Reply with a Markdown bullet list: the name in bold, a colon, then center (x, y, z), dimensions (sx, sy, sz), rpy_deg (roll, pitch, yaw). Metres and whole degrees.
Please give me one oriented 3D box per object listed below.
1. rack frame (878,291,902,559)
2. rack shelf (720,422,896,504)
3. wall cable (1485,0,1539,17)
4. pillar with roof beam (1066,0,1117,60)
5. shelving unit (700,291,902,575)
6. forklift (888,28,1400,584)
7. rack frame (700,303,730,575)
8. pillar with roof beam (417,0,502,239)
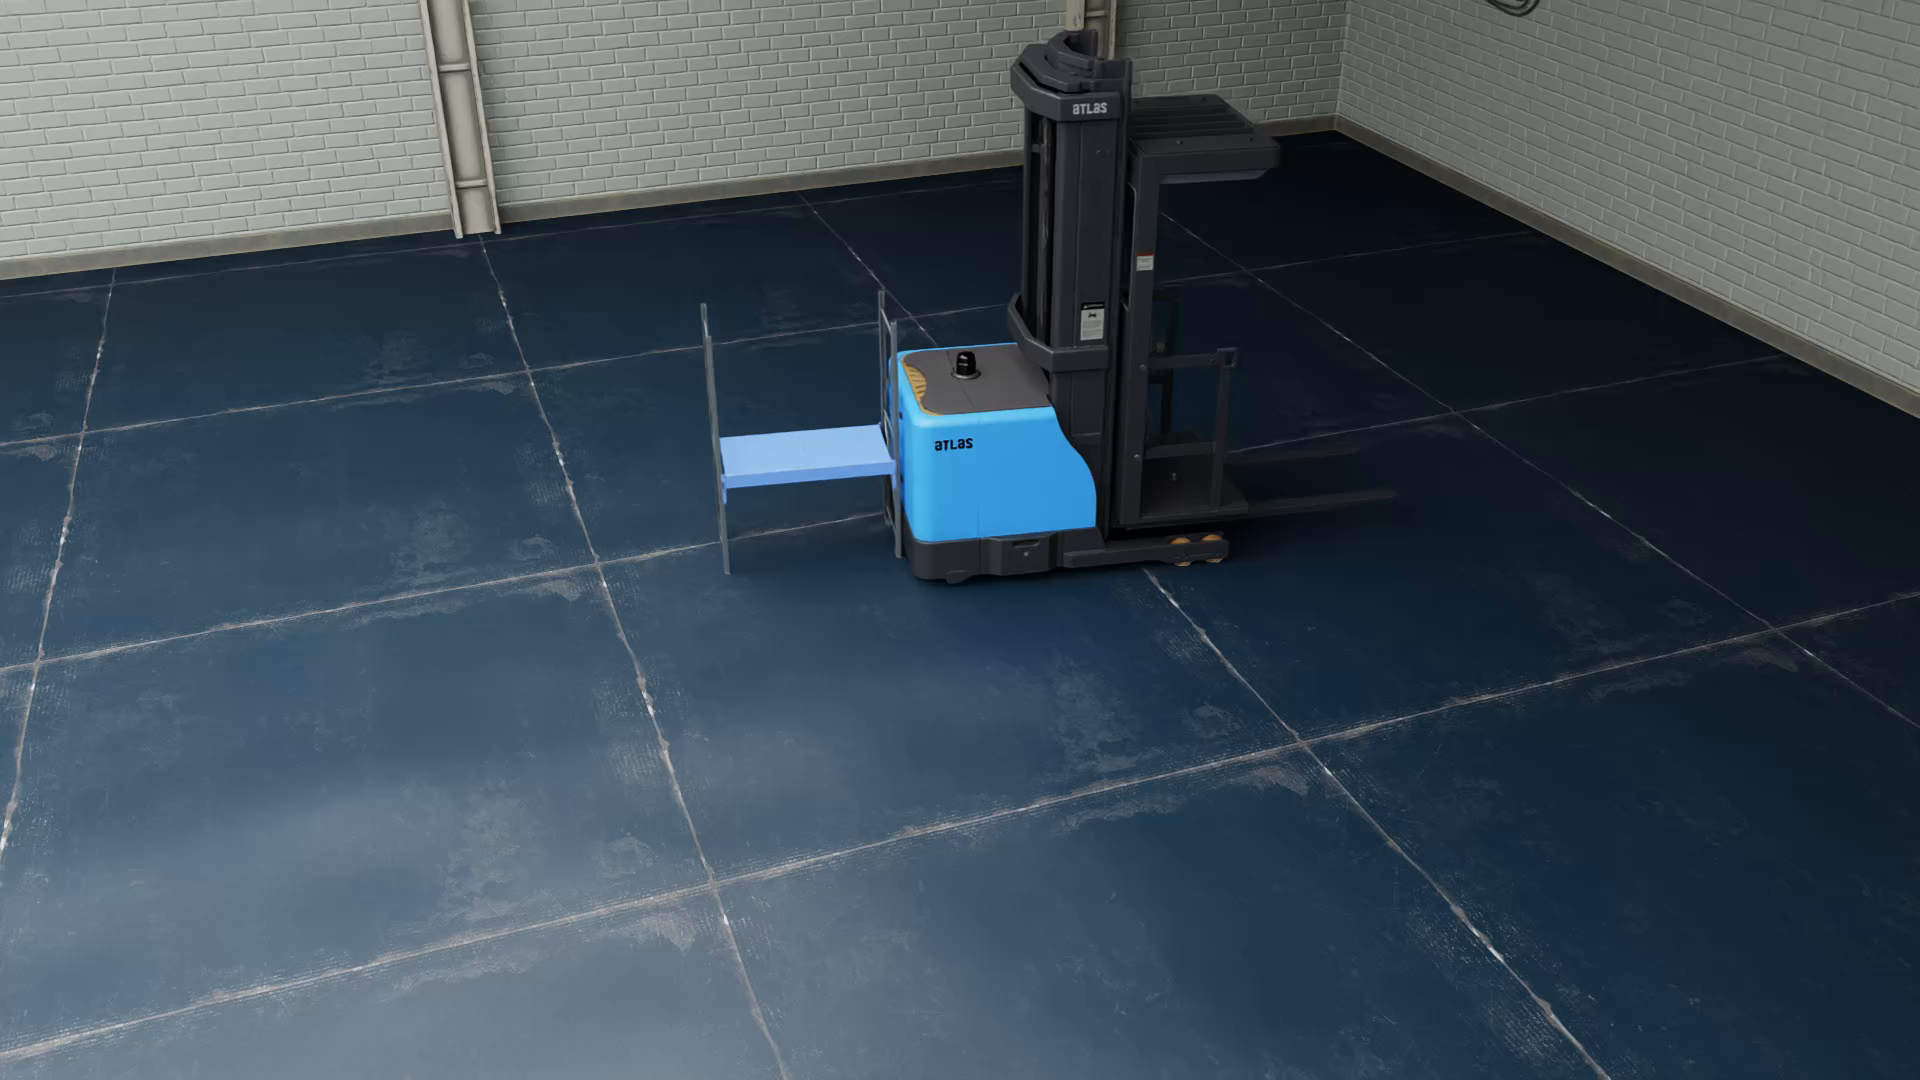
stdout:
- **rack frame**: center (-0.410, -0.663, 9.749), dimensions (0.032, 1.500, 0.500), rpy_deg (-5, 30, -10)
- **rack shelf**: center (-0.909, -0.459, 9.754), dimensions (1.000, 0.185, 0.538), rpy_deg (-5, 30, -10)
- **wall cable**: center (4.493, -6.282, 15.173), dimensions (0.112, 2.526, 3.097), rpy_deg (-10, 31, -18)
- **pillar with roof beam**: center (2.772, -5.739, 11.083), dimensions (0.400, 9.000, 9.100), rpy_deg (-10, 31, -18)
- **shelving unit**: center (-0.909, -0.615, 9.665), dimensions (1.048, 1.500, 0.538), rpy_deg (-5, 30, -10)
- **forklift**: center (1.131, -1.370, 9.545), dimensions (3.031, 2.935, 1.130), rpy_deg (-5, 30, -10)
- **rack frame**: center (-1.408, -0.567, 9.581), dimensions (0.032, 1.500, 0.500), rpy_deg (-5, 30, -10)
- **pillar with roof beam**: center (-2.851, -4.703, 9.265), dimensions (0.400, 9.000, 9.100), rpy_deg (-10, 31, -18)
